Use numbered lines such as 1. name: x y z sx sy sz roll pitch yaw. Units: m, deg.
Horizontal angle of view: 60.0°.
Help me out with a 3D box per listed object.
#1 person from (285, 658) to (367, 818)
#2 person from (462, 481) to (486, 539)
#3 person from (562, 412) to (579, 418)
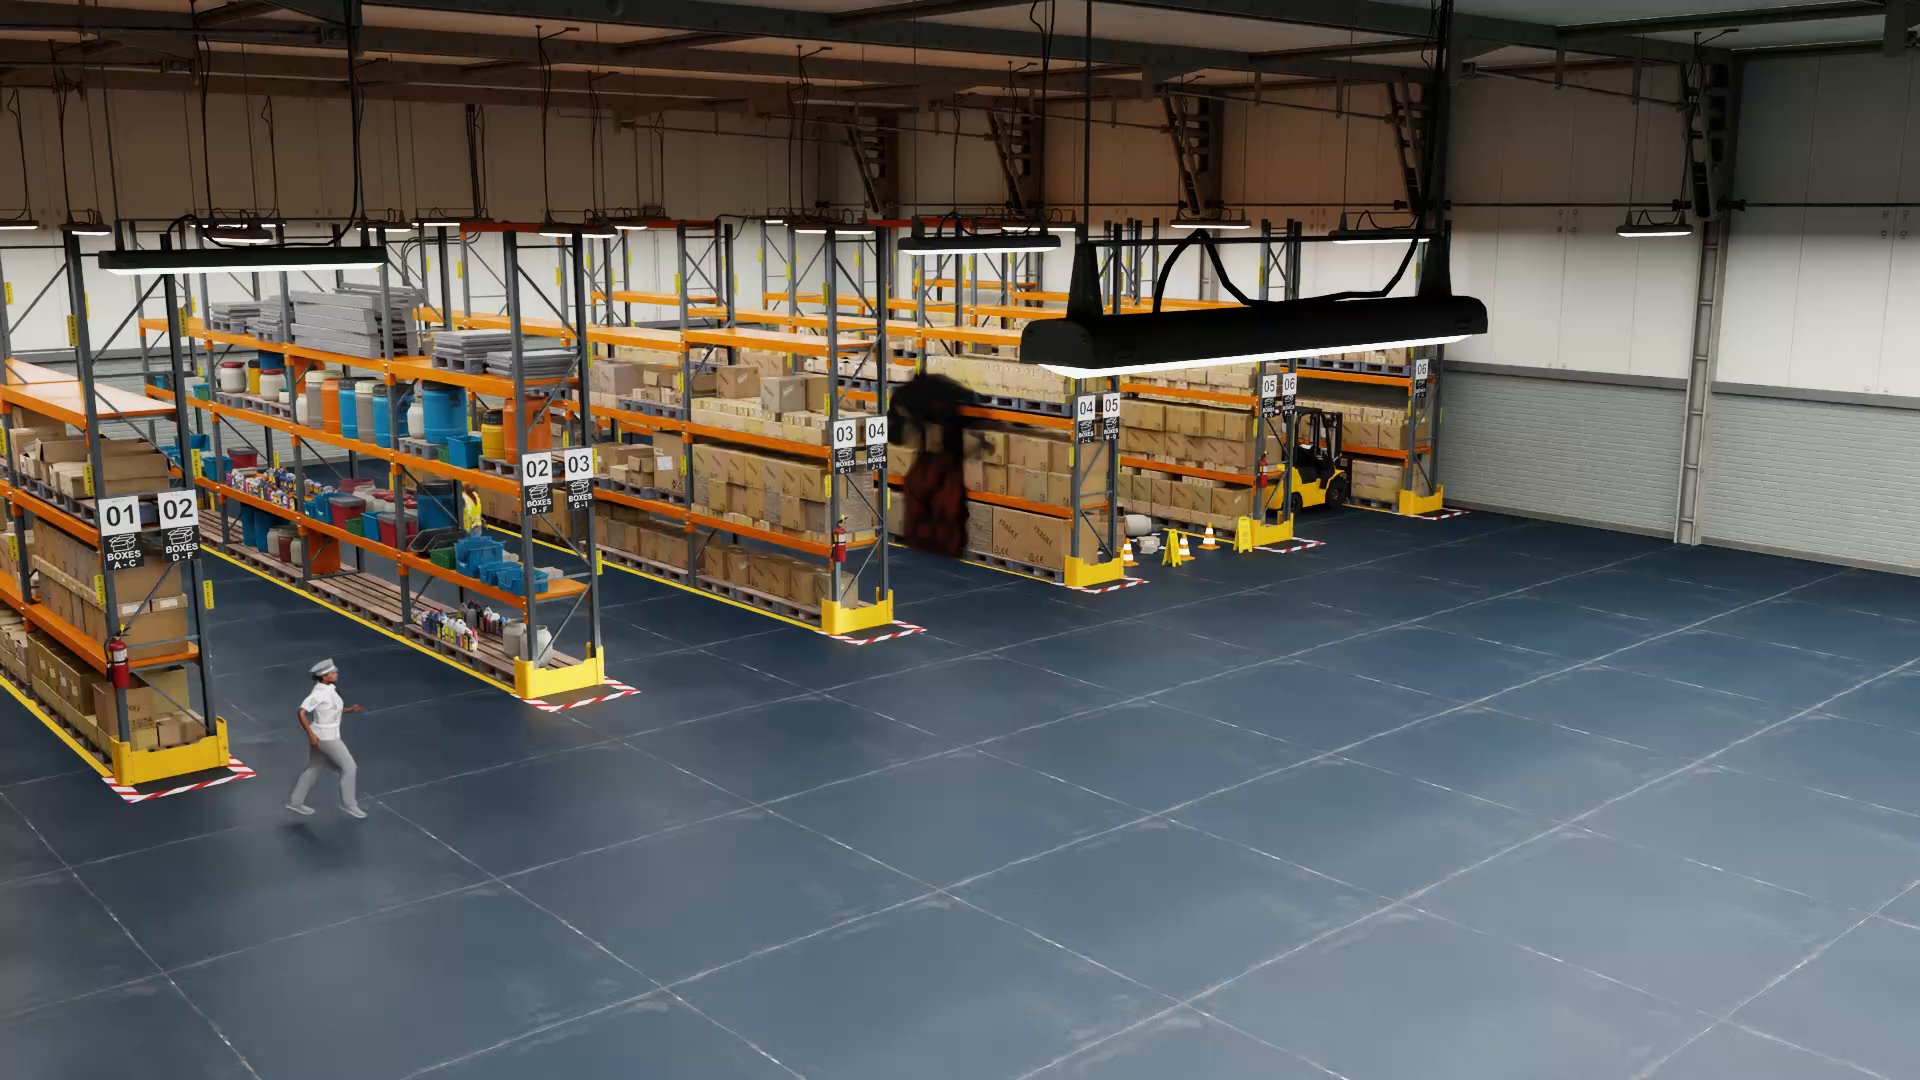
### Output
1. person: -6.583 2.087 17.261 0.827 1.748 0.541 -5 12 -23
2. person: -8.484 -0.231 28.661 0.713 1.751 0.692 6 13 27
3. person: -9.439 -2.493 40.157 0.651 1.709 0.684 1 11 6
